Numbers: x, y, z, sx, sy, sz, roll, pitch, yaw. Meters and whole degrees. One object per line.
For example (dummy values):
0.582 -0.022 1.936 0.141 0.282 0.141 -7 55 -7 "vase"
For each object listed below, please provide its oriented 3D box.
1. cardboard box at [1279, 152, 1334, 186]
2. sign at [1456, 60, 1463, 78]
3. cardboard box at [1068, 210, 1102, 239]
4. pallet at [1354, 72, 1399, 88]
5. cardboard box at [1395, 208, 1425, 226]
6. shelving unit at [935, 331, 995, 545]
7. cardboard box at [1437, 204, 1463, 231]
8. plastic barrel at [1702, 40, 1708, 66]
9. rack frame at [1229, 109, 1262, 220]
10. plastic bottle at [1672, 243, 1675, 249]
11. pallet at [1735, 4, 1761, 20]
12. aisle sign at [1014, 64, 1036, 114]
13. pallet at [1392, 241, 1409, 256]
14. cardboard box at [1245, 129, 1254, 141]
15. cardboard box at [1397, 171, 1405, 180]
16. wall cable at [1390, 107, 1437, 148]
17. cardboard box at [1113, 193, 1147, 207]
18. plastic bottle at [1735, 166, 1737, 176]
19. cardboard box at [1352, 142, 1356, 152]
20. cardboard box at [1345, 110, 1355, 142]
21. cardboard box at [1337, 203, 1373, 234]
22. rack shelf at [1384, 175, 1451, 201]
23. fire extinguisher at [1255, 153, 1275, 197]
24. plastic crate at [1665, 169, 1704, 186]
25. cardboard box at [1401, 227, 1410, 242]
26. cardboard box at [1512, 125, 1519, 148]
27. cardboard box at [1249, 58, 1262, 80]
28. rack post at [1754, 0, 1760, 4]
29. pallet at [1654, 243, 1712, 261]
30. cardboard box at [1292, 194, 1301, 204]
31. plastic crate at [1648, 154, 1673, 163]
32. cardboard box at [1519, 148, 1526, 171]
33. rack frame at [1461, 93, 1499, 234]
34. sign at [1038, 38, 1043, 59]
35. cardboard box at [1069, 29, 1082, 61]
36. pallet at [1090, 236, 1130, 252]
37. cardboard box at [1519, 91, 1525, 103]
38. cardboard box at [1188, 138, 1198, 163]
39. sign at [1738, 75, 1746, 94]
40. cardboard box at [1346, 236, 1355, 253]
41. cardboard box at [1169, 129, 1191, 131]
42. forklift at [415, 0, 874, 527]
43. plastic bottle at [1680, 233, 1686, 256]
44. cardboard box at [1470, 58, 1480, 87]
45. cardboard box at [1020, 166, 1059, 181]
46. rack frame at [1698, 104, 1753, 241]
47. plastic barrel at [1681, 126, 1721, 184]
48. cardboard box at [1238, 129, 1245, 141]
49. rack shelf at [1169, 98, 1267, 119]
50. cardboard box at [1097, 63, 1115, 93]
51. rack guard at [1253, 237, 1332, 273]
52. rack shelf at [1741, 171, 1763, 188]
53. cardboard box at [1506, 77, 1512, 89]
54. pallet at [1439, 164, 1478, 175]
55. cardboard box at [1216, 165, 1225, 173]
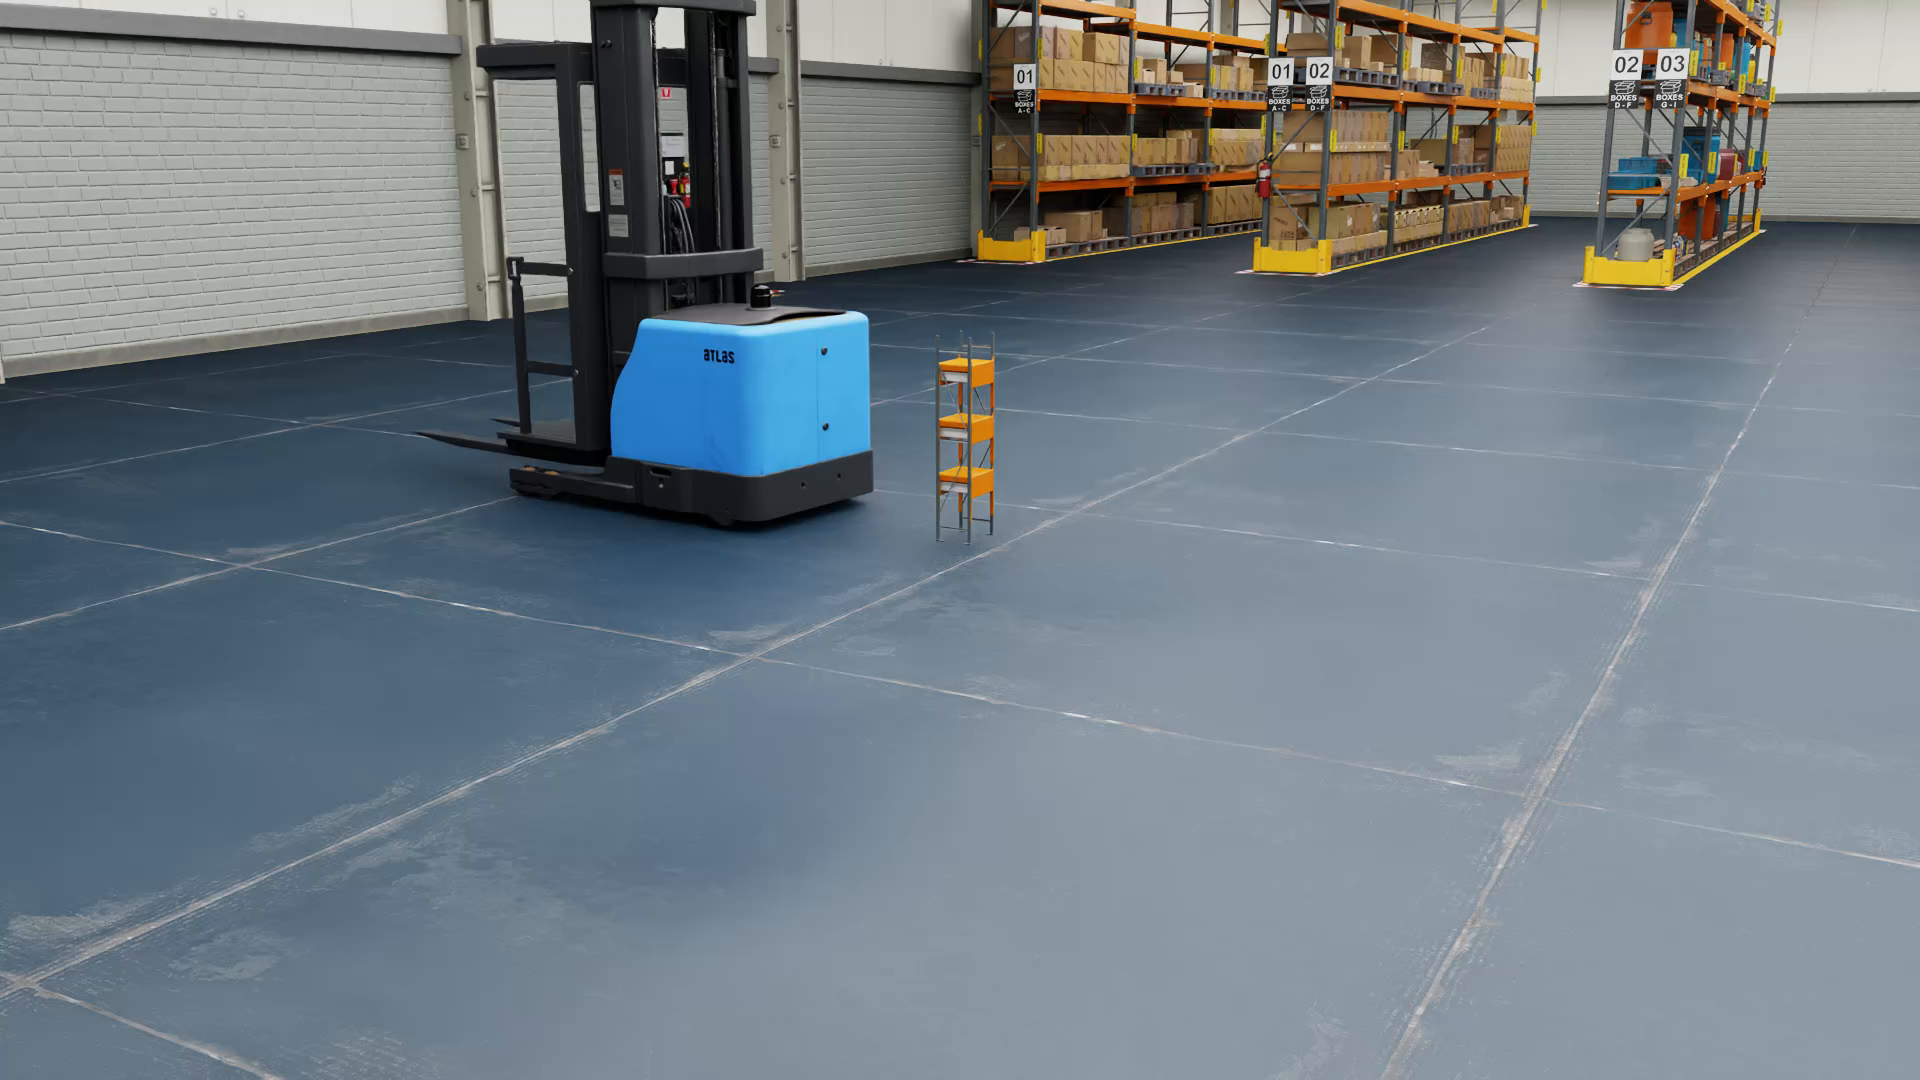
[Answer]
5.411 -5.796 25.961 0.700 0.500 0.500 7 15 28 "cardboard box"
9.523 -8.978 31.700 0.100 0.325 0.005 7 15 28 "sign"
2.302 -5.815 30.650 0.500 0.500 0.500 6 15 24 "cardboard box"
6.718 -7.711 27.906 1.003 0.211 1.213 7 15 28 "pallet"
8.267 -5.986 30.736 0.500 0.311 0.500 8 16 30 "cardboard box"
0.026 -0.521 8.456 0.215 1.050 0.252 7 15 28 "shelving unit"
9.759 -6.462 33.332 0.500 0.500 0.500 7 15 26 "cardboard box"
12.472 -8.121 28.503 0.600 0.830 0.708 7 15 28 "plastic barrel"
6.637 -8.675 38.118 1.000 3.000 0.127 7 15 28 "rack frame"
10.657 -4.315 24.915 0.097 0.271 0.097 0 14 0 "plastic bottle"
13.751 -9.507 30.024 1.213 0.211 1.003 7 15 28 "pallet"
1.063 -7.428 27.399 0.394 0.787 0.004 7 15 28 "aisle sign"
7.429 -5.274 29.958 1.003 0.211 1.213 7 15 28 "pallet"
6.133 -8.910 36.599 0.500 0.250 0.500 8 16 29 "cardboard box"
7.715 -6.510 29.673 0.380 0.149 0.250 7 15 28 "cardboard box"
11.617 -12.023 45.829 3.097 2.526 0.112 7 15 28 "wall cable"
3.320 -6.641 32.474 0.500 0.250 0.500 7 15 27 "cardboard box"
14.916 -7.169 32.135 0.152 0.276 0.135 7 15 28 "plastic bottle"
6.173 -6.337 26.823 0.380 0.149 0.250 7 15 27 "cardboard box"
5.929 -6.649 26.734 0.700 0.500 0.500 7 15 28 "cardboard box"
6.584 -5.381 27.826 0.500 0.500 0.500 7 15 28 "cardboard box"
8.074 -6.534 30.772 1.077 0.370 4.000 7 15 28 "rack shelf"
4.710 -5.644 25.708 0.296 0.674 0.183 7 15 28 "fire extinguisher"
11.144 -5.582 25.602 0.499 0.251 0.616 7 15 28 "plastic crate"
7.768 -5.500 29.920 0.500 0.250 0.500 8 16 29 "cardboard box"
12.196 -9.032 37.250 0.500 0.500 0.500 8 16 30 "cardboard box"
6.770 -10.848 38.340 0.500 0.500 0.500 7 15 28 "cardboard box"
14.874 -10.263 32.066 0.937 0.300 0.954 7 15 27 "rack post"
12.376 -4.973 28.710 1.003 0.211 1.213 7 15 28 "pallet"
7.835 -8.124 40.269 0.700 0.500 0.500 7 15 26 "cardboard box"
11.408 -6.077 27.203 0.402 0.464 0.583 7 15 28 "plastic crate"
12.682 -8.755 38.234 0.500 0.500 0.500 8 15 29 "cardboard box"
10.975 -8.115 35.794 1.000 3.000 0.127 7 15 28 "rack frame"
1.311 -8.035 27.197 0.100 0.325 0.005 7 15 28 "sign"
1.759 -8.471 28.482 0.500 0.500 0.500 8 16 30 "cardboard box"
2.475 -5.537 31.049 1.003 0.211 1.213 7 15 28 "pallet"
12.409 -9.980 37.451 0.500 0.250 0.500 7 15 28 "cardboard box"
4.484 -8.020 34.246 0.700 0.500 0.500 5 15 21 "cardboard box"
13.860 -8.079 29.467 0.100 0.325 0.005 7 15 28 "sign"
6.108 -4.811 27.059 0.500 0.250 0.500 7 15 28 "cardboard box"
4.695 -8.545 35.085 0.500 0.250 0.500 8 16 30 "cardboard box"
-1.984 -1.744 9.513 3.031 2.935 1.130 9 16 34 "forklift"
11.290 -4.634 26.067 0.144 0.351 0.185 7 15 25 "plastic bottle"
10.364 -9.640 34.396 0.600 0.600 0.600 7 15 27 "cardboard box"
1.349 -6.214 28.188 0.500 0.250 0.500 7 15 26 "cardboard box"
15.309 -7.553 33.463 1.000 3.000 0.127 7 15 28 "rack frame"
11.894 -6.200 26.782 0.600 0.901 0.708 7 15 28 "plastic barrel"
5.887 -8.805 36.165 0.500 0.250 0.500 7 15 27 "cardboard box"
5.670 -9.374 36.149 1.077 0.370 4.000 7 15 28 "rack shelf"
2.486 -8.317 29.974 0.500 0.500 0.500 6 15 23 "cardboard box"
5.162 -4.433 25.854 1.175 0.500 0.348 7 15 28 "rack guard"
16.276 -7.614 35.249 1.077 0.370 4.000 7 15 28 "rack shelf"
11.667 -9.918 36.124 0.500 0.250 0.500 7 15 28 "cardboard box"
9.977 -7.600 34.069 1.003 0.211 1.213 7 15 28 "pallet"
5.397 -7.879 35.310 0.380 0.149 0.250 8 16 30 "cardboard box"
